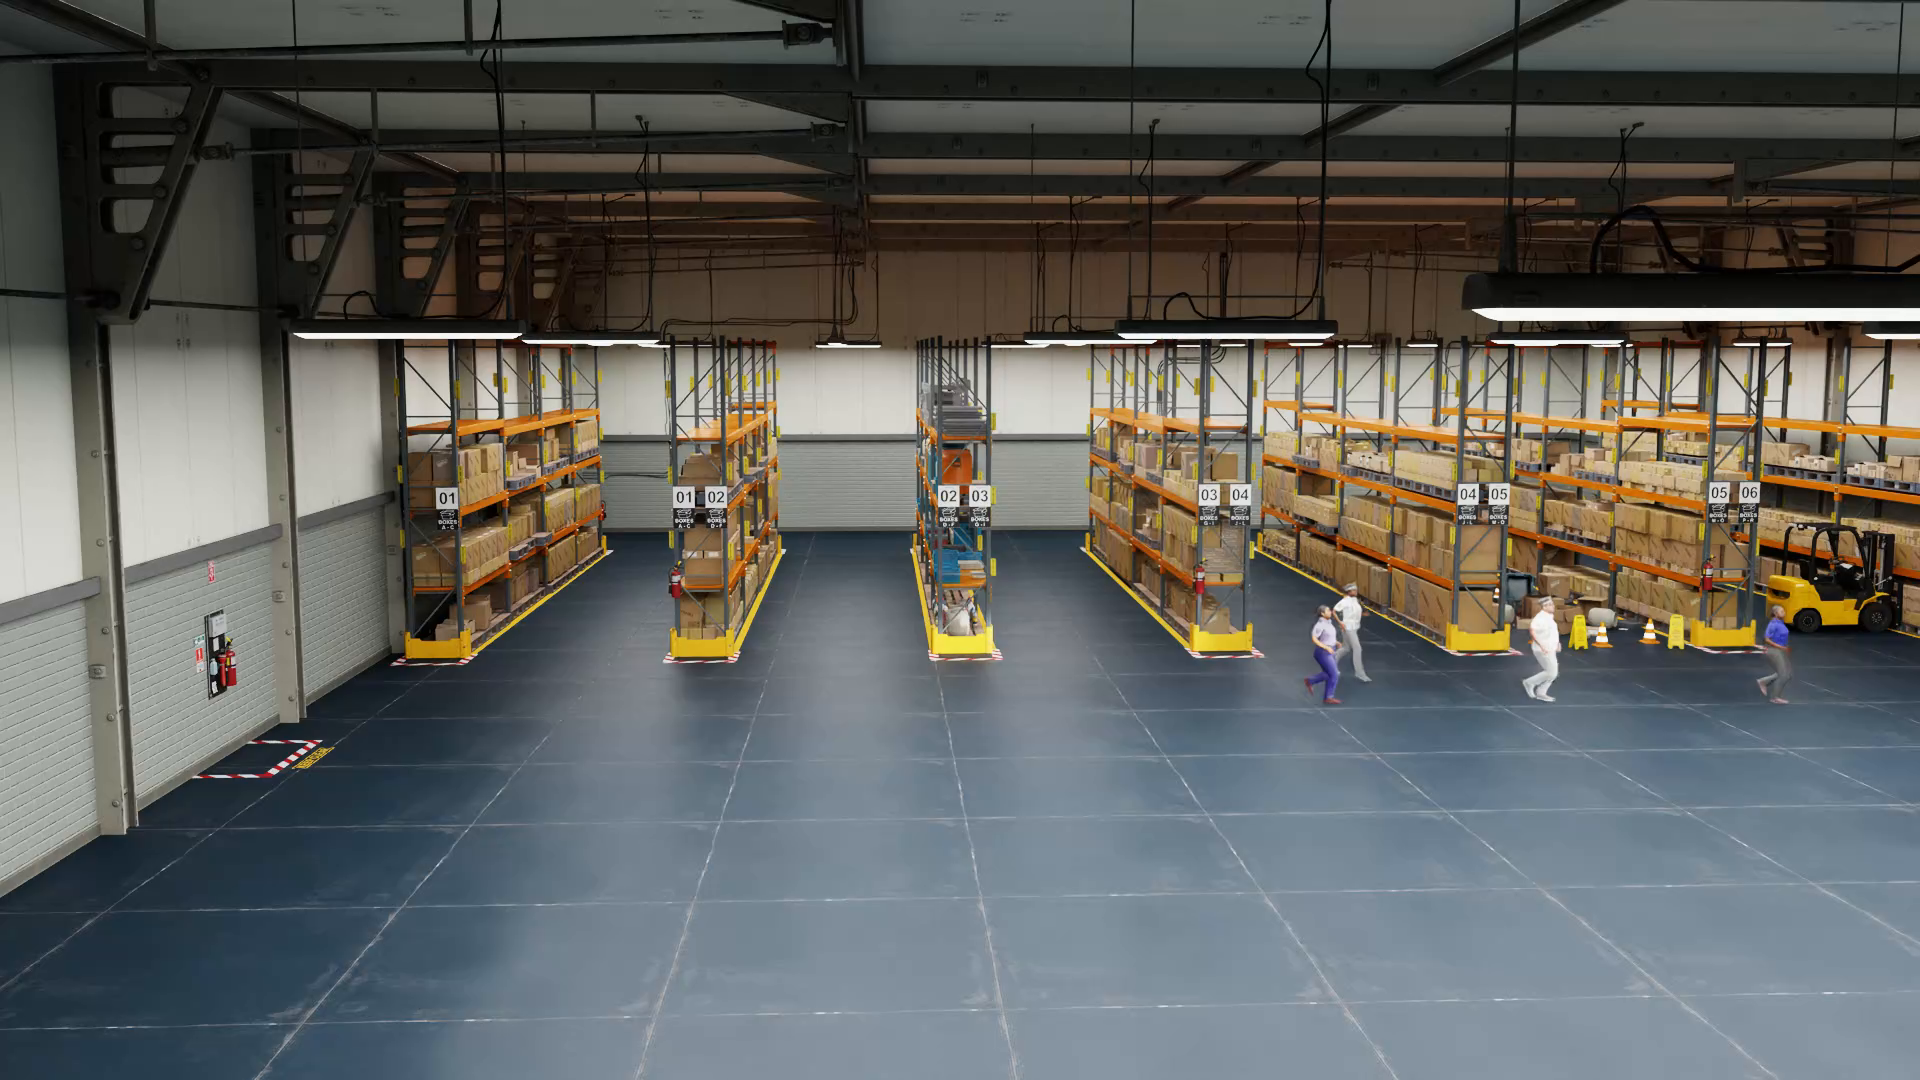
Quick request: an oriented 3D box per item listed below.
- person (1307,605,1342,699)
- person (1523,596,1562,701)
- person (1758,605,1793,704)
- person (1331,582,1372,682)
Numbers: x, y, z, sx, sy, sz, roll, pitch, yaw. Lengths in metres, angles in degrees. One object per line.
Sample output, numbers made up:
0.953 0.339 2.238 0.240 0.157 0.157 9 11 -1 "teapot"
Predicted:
5.923 1.826 27.132 0.574 1.524 0.611 3 7 27 "person"
9.546 1.773 27.235 0.548 1.748 0.658 4 8 34 "person"
13.288 1.860 27.082 0.584 1.593 0.573 6 9 45 "person"
6.791 1.576 28.996 0.887 1.718 0.564 4 8 32 "person"
